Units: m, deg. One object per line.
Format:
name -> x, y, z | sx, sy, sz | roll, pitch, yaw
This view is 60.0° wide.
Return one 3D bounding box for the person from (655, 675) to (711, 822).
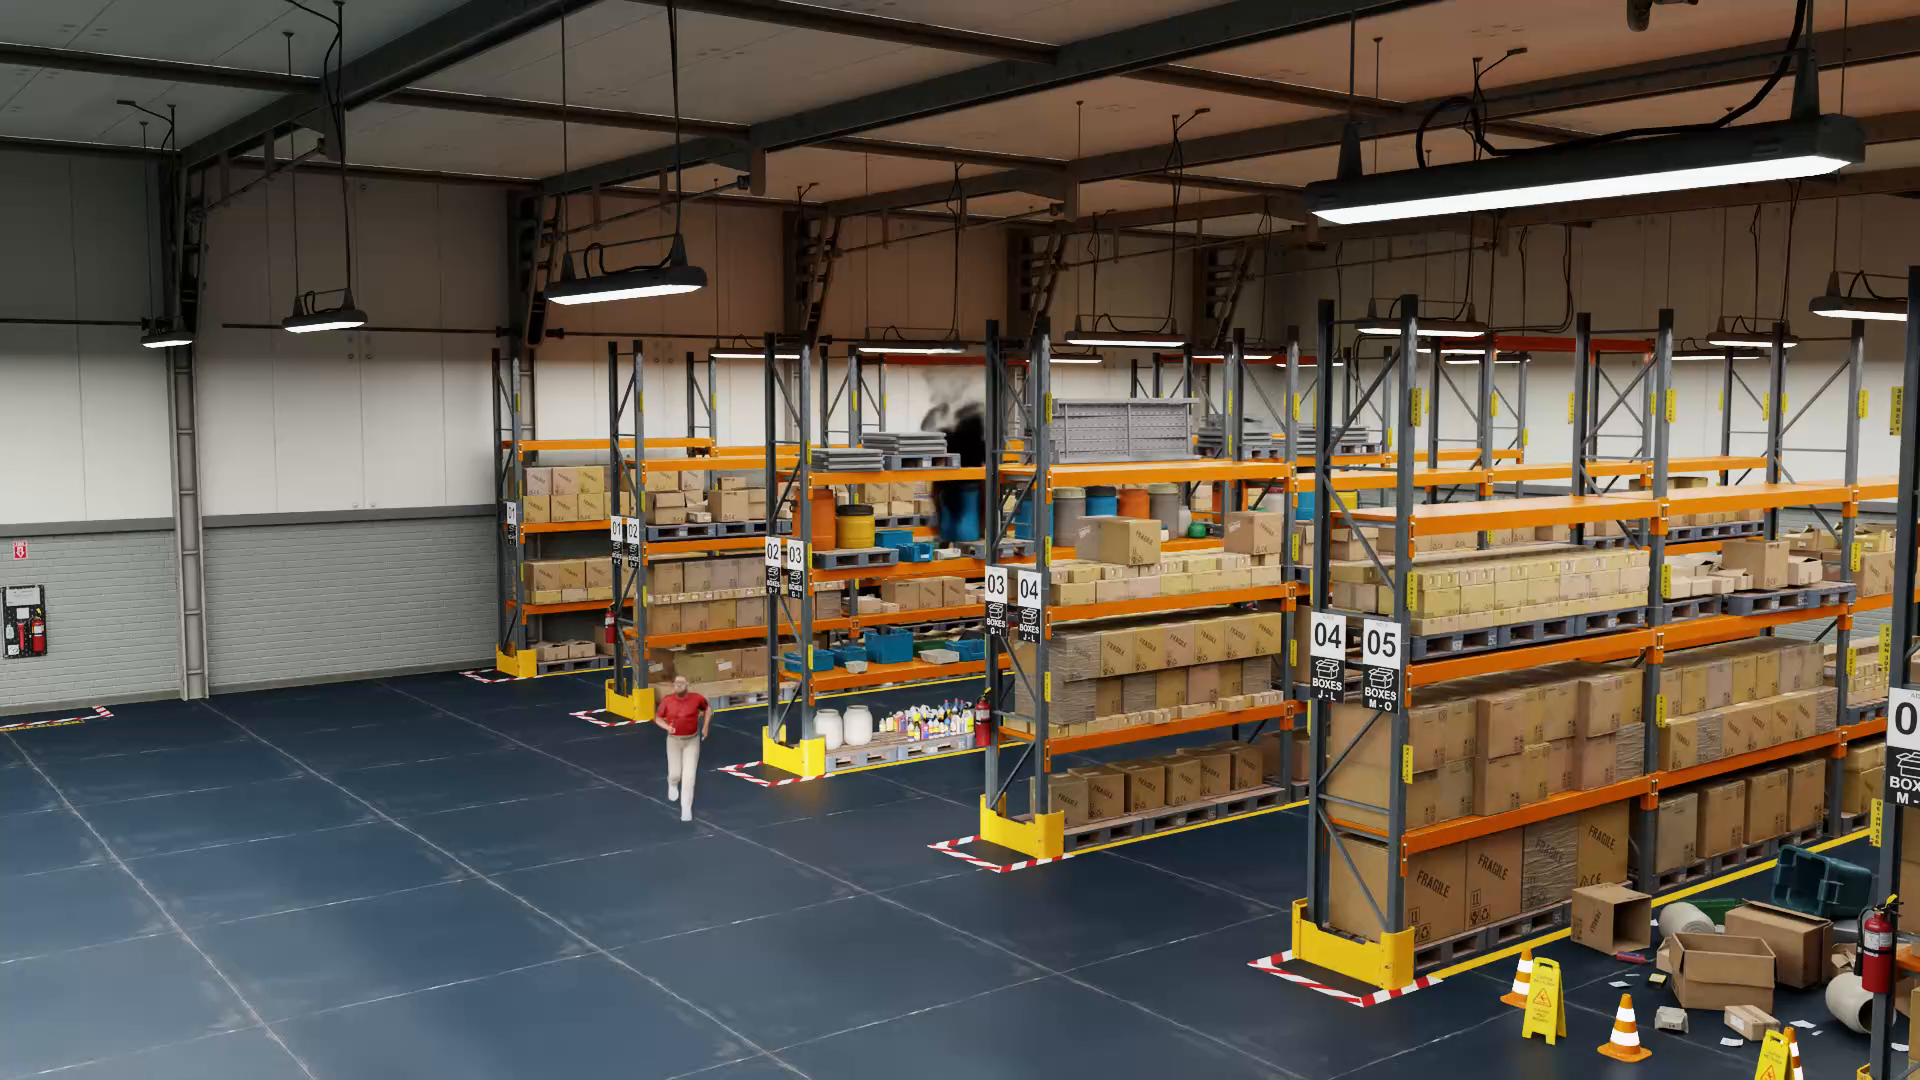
person -> -3.412, 2.513, 20.522 | 0.672, 1.742, 0.968 | -1, 5, -6
